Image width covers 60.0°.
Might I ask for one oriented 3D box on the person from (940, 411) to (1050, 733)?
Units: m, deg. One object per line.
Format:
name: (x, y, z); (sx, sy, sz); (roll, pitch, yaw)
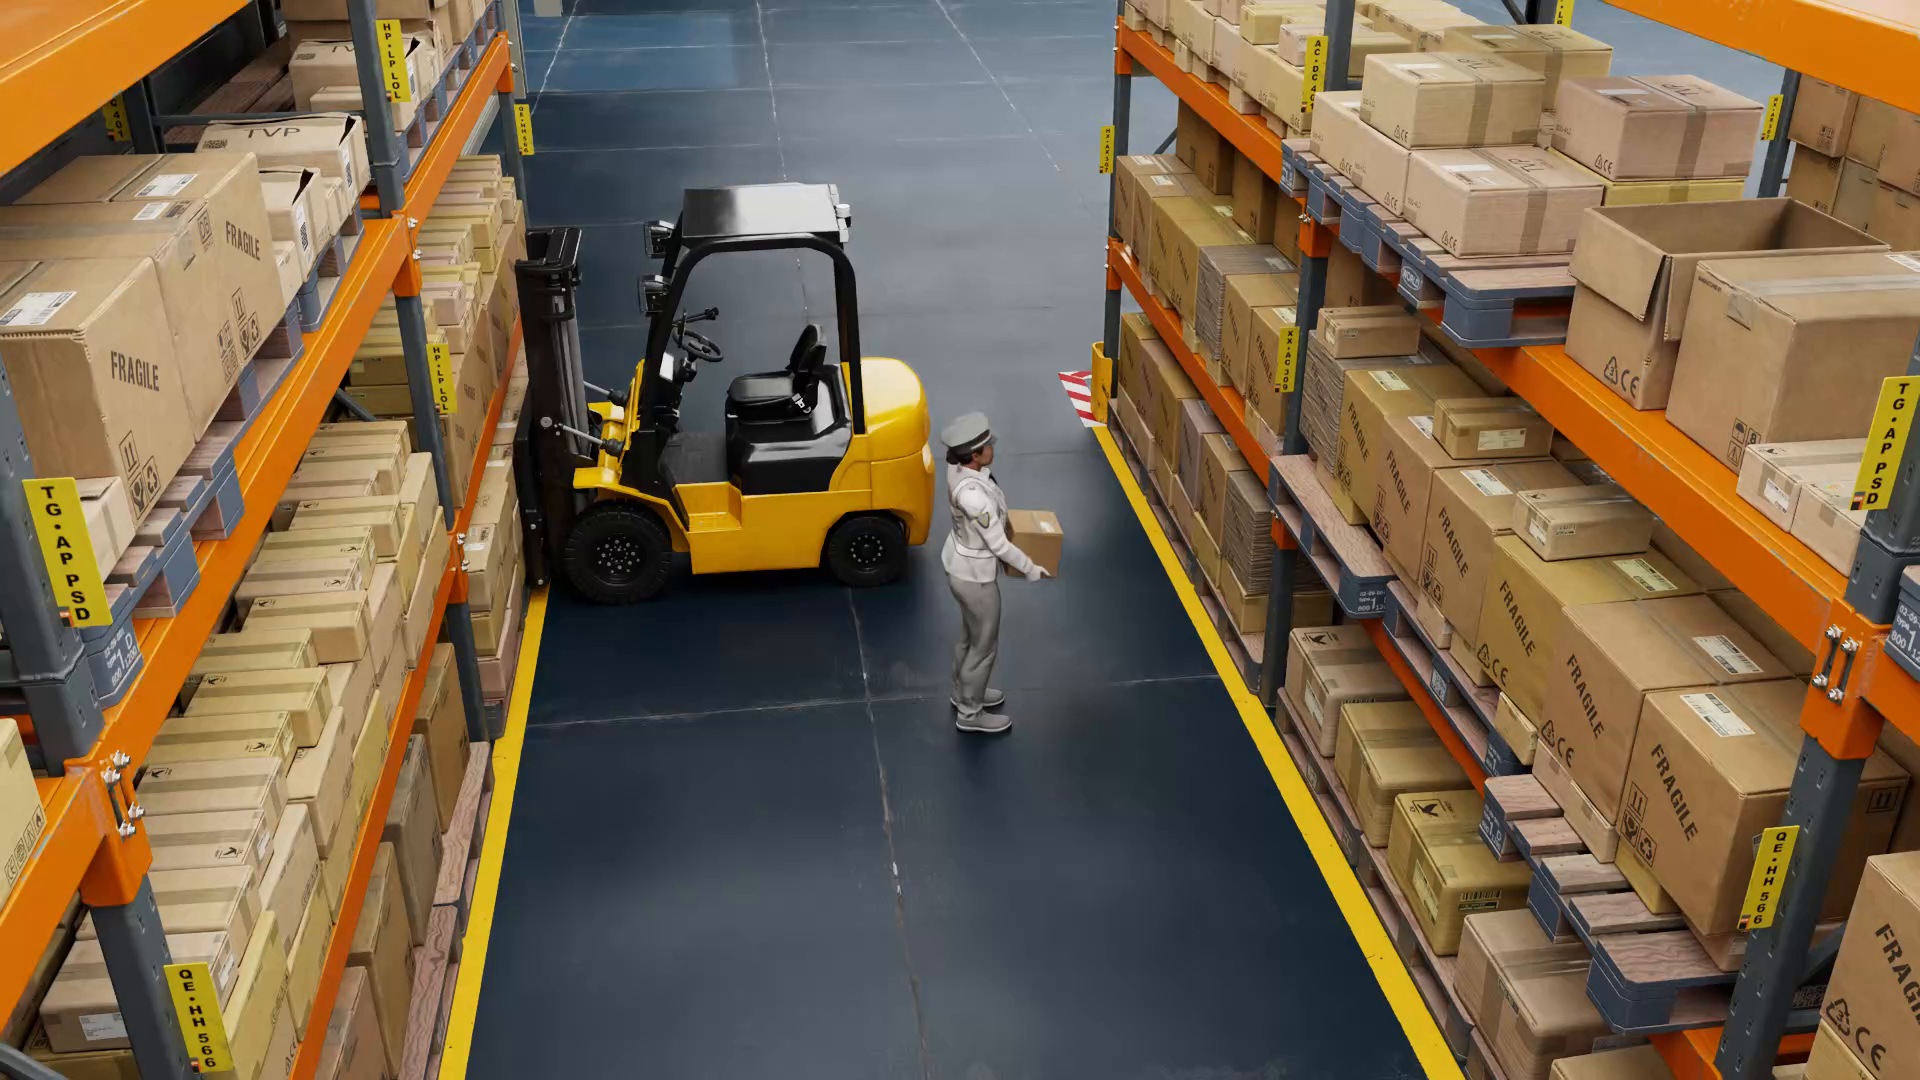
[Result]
person: (0.165, 0.158, 8.290); (0.519, 1.691, 0.446); (-4, 28, -8)
